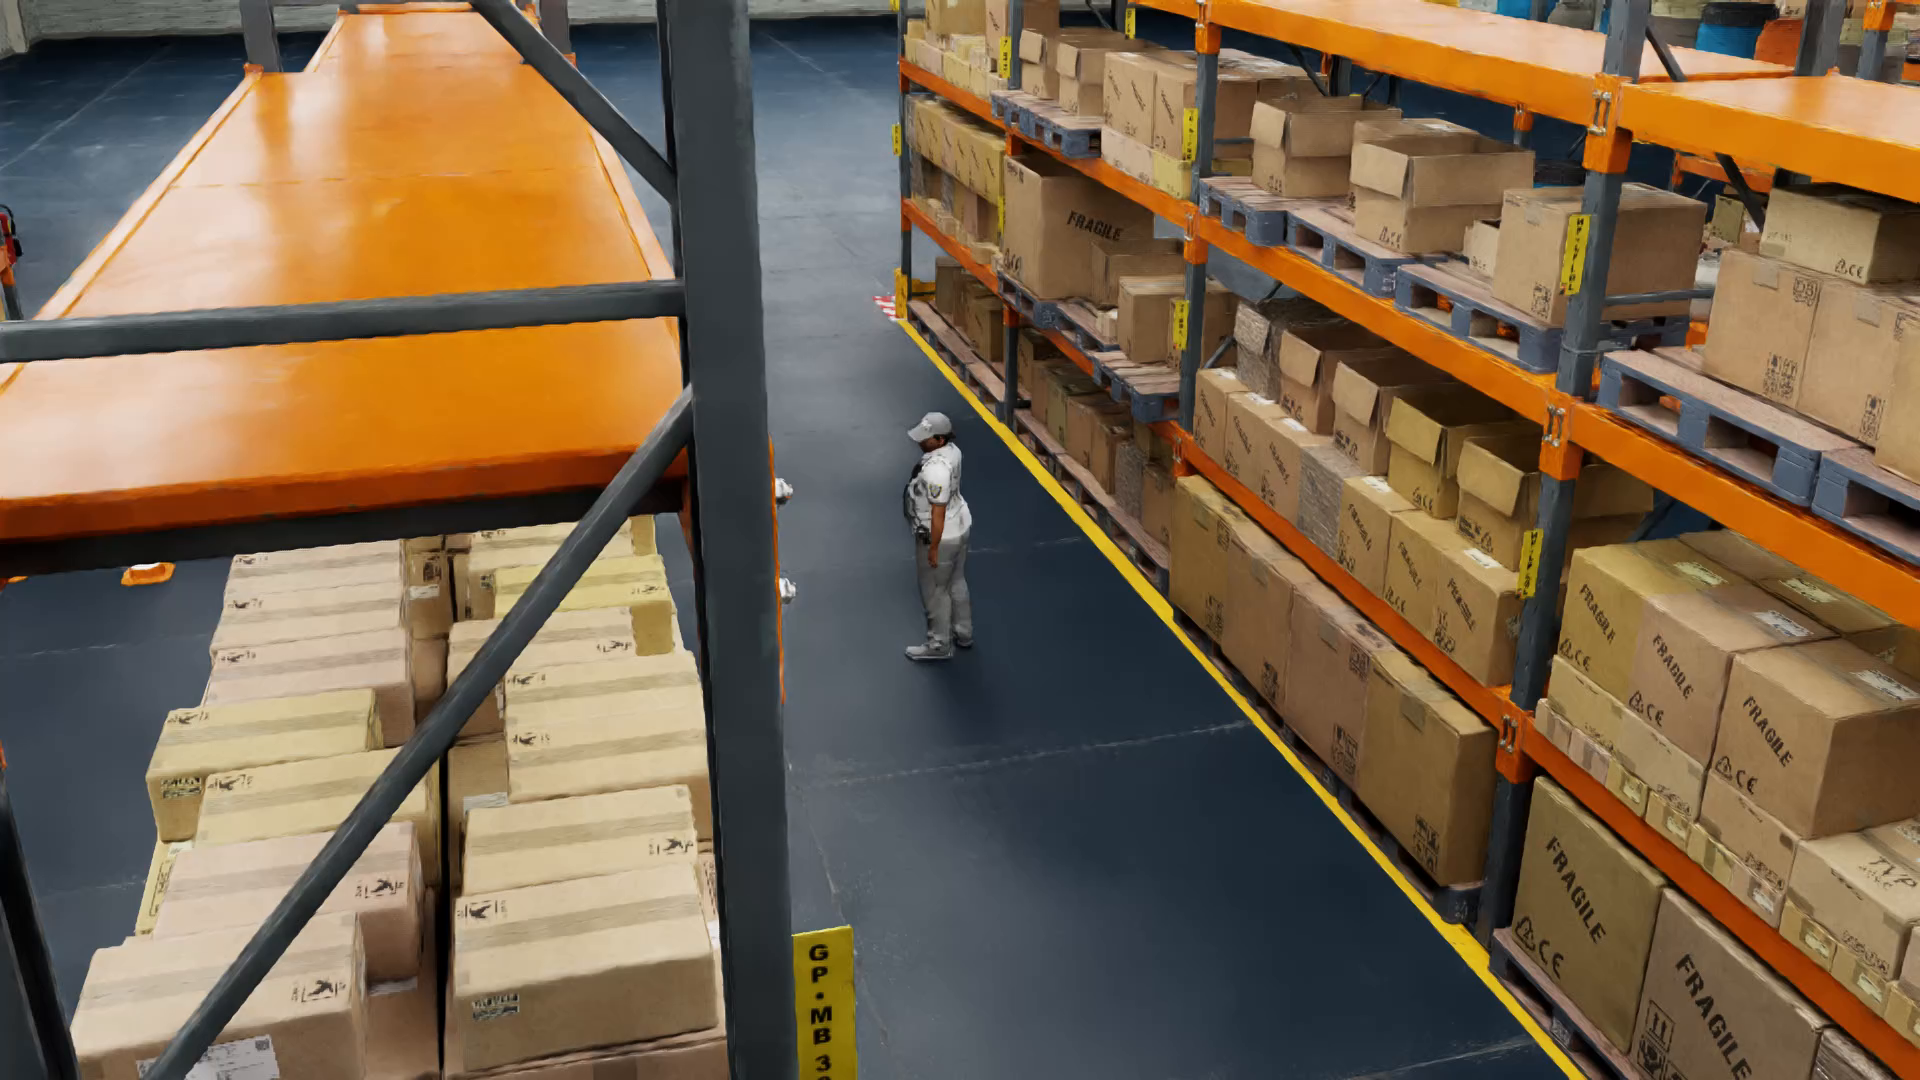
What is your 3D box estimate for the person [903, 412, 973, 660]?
[{"bbox_3d":[-0.123,-0.053,10.733,0.398,1.668,0.591,7,24,16],"label":"person"}]
